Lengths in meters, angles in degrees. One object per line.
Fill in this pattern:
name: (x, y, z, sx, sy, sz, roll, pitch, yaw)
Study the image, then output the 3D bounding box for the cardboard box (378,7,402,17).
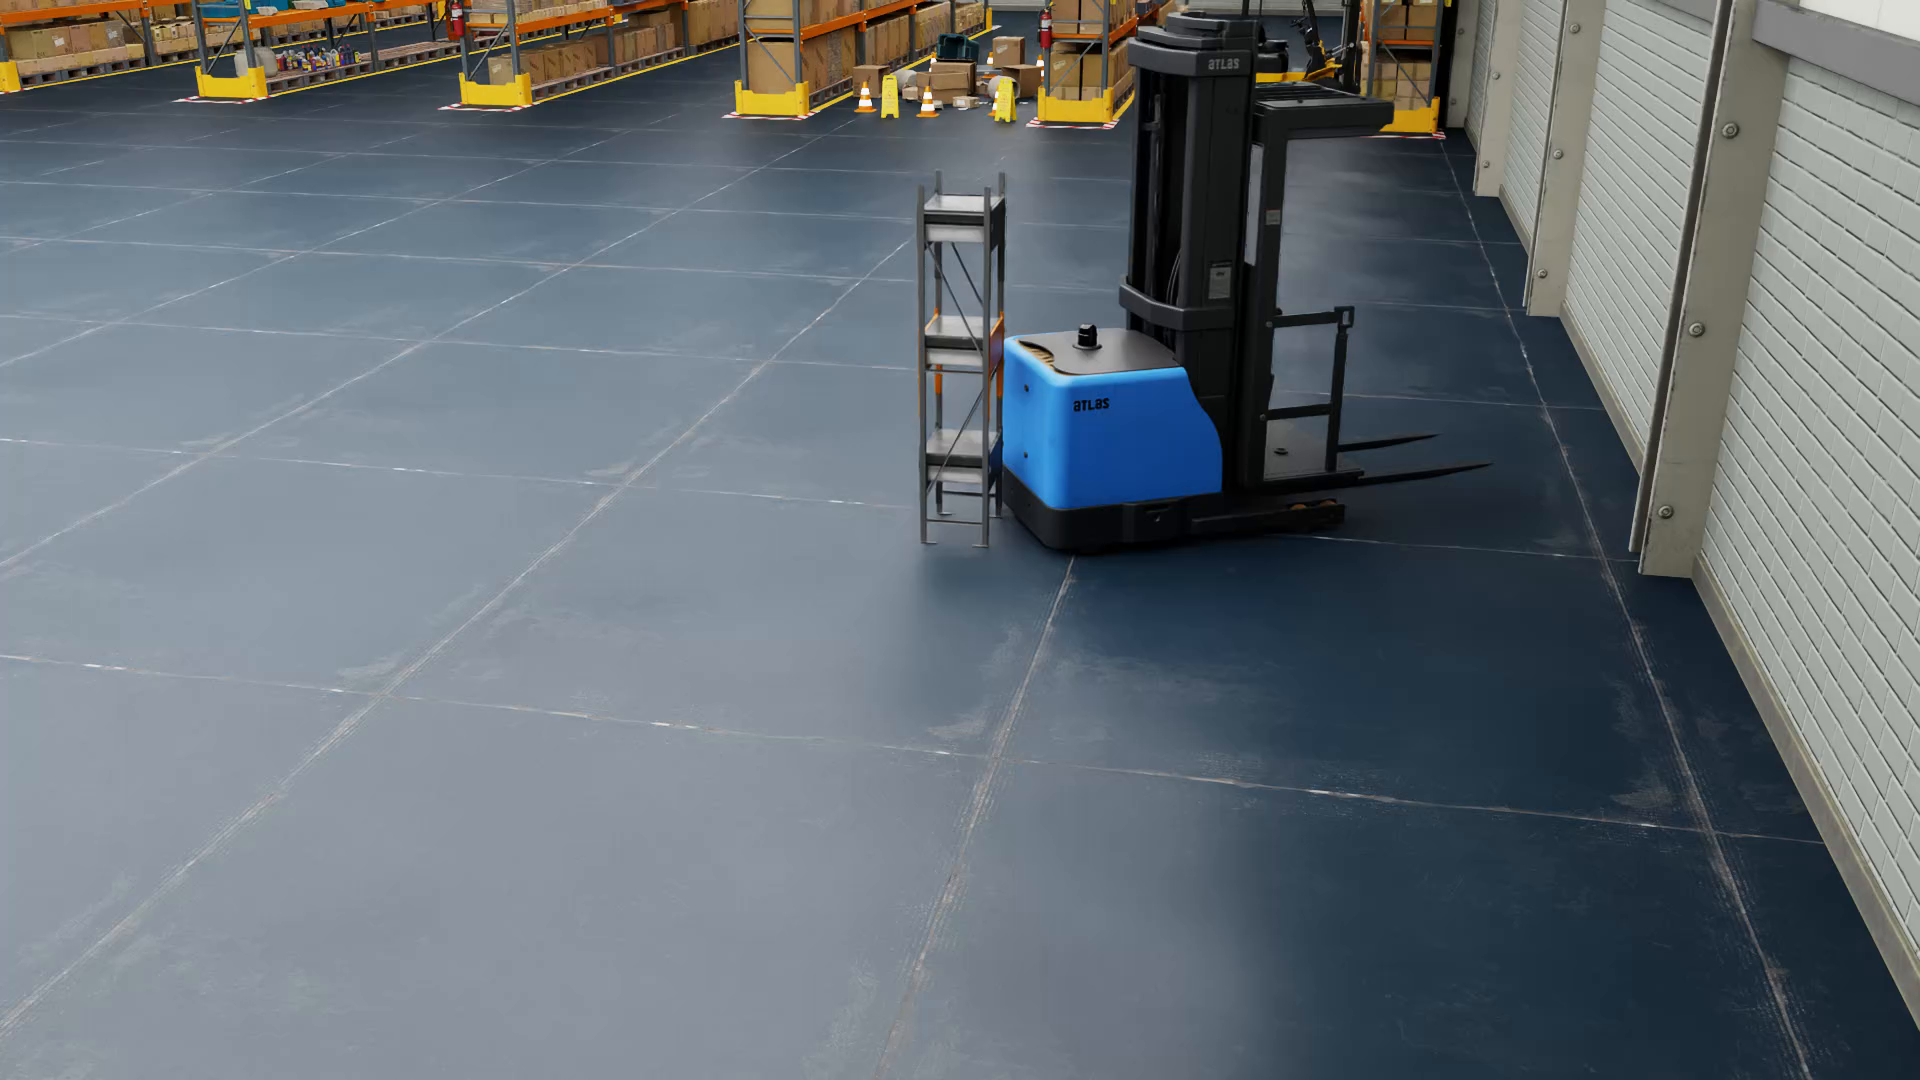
cardboard box: (-14.759, -13.668, 42.529, 0.797, 0.503, 0.637, 4, 22, 11)

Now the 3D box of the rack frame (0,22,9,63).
rack frame: (-17.585, -9.546, 29.541, 1.000, 3.000, 0.127, 4, 22, 11)

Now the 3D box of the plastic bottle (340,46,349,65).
plastic bottle: (-11.809, -9.278, 31.832, 0.144, 0.351, 0.185, 3, 22, 8)

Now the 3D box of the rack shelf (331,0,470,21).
rack shelf: (-11.513, -11.028, 34.183, 1.077, 0.370, 4.000, 4, 22, 11)

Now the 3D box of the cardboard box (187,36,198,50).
cardboard box: (-16.236, -10.433, 34.863, 0.500, 0.250, 0.500, 4, 22, 9)

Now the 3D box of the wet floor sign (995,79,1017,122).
wet floor sign: (0.727, -6.954, 26.257, 0.267, 0.644, 0.232, 13, 25, 29)

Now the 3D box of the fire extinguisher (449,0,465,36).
fire extinguisher: (-8.363, -8.747, 27.660, 0.296, 0.674, 0.183, 4, 22, 11)

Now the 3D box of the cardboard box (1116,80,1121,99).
cardboard box: (2.360, -7.414, 27.364, 0.500, 0.250, 0.500, 5, 23, 13)

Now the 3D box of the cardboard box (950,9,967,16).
cardboard box: (-0.051, -12.398, 39.080, 0.380, 0.149, 0.250, 5, 22, 12)

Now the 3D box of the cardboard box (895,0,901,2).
cardboard box: (-1.455, -10.796, 32.512, 0.500, 0.500, 0.500, 4, 22, 10)

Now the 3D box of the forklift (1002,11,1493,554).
forklift: (1.807, -1.586, 9.867, 3.031, 2.935, 1.130, -7, 23, -16)

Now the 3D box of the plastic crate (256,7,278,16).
plastic crate: (-12.239, -9.348, 29.401, 0.298, 0.136, 0.250, 4, 22, 11)

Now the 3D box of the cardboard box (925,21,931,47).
cardboard box: (-0.928, -10.759, 35.337, 0.500, 0.500, 0.500, 5, 22, 12)

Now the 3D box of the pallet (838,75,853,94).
pallet: (-2.469, -8.272, 30.110, 1.003, 0.211, 1.213, 4, 22, 11)

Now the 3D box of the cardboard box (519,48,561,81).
cardboard box: (-7.510, -8.501, 29.729, 0.500, 0.500, 0.500, 7, 23, 16)

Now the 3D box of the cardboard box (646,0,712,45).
cardboard box: (-6.095, -11.175, 35.869, 1.225, 0.875, 0.875, 3, 22, 8)

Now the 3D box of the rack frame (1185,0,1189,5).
rack frame: (5.078, -13.886, 40.316, 1.000, 3.000, 0.127, 4, 22, 11)

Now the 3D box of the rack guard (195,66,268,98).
rack guard: (-12.768, -8.039, 29.145, 1.175, 0.500, 0.348, 4, 22, 11)

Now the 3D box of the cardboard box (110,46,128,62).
cardboard box: (-16.762, -9.560, 32.694, 0.500, 0.250, 0.500, 4, 22, 11)

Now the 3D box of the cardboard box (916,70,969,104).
cardboard box: (-0.307, -7.712, 28.328, 0.797, 0.503, 0.637, -11, 25, -26)

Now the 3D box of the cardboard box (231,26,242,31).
cardboard box: (-15.919, -11.250, 36.141, 0.500, 0.311, 0.500, 4, 22, 10)

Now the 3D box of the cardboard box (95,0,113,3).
cardboard box: (-16.955, -10.699, 32.271, 0.700, 0.500, 0.500, 4, 22, 10)

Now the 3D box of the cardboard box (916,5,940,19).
cardboard box: (-0.721, -11.473, 36.106, 0.500, 0.250, 0.500, 3, 22, 9)

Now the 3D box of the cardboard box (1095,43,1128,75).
cardboard box: (2.566, -8.155, 28.201, 0.500, 0.500, 0.500, 6, 23, 14)

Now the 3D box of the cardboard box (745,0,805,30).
cardboard box: (-3.022, -8.583, 26.950, 0.875, 0.550, 0.550, 4, 22, 11)

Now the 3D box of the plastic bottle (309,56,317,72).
plastic bottle: (-11.998, -8.832, 30.815, 0.061, 0.283, 0.133, 5, 22, 12)

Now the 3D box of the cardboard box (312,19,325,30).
cardboard box: (-15.270, -12.227, 38.956, 0.500, 0.500, 0.500, 4, 22, 9)

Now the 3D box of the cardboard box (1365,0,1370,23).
cardboard box: (7.143, -9.024, 28.111, 0.500, 0.500, 0.500, 4, 22, 9)

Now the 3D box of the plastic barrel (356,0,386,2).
plastic barrel: (-11.545, -10.981, 32.432, 0.600, 0.901, 0.708, 4, 22, 11)

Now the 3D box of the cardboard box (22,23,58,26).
cardboard box: (-17.474, -9.582, 31.744, 0.500, 0.500, 0.500, 4, 22, 11)

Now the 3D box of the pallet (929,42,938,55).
pallet: (-1.009, -10.737, 36.232, 1.003, 0.211, 1.213, 4, 22, 11)

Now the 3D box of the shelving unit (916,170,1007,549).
shelving unit: (0.011, -1.030, 9.599, 0.431, 2.100, 0.503, 4, 22, 10)

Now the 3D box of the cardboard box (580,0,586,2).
cardboard box: (-7.361, -10.097, 30.377, 0.875, 0.500, 0.500, 4, 22, 11)

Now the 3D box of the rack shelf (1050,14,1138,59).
rack shelf: (2.221, -8.432, 27.738, 1.077, 0.370, 4.000, 4, 22, 11)

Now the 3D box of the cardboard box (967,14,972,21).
cardboard box: (0.086, -12.446, 39.597, 0.380, 0.149, 0.250, 5, 22, 11)

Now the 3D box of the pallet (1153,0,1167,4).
pallet: (3.404, -10.602, 32.420, 1.213, 0.211, 1.003, 4, 22, 11)

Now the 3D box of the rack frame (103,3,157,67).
rack frame: (-16.769, -11.009, 33.174, 1.000, 3.000, 0.127, 4, 22, 11)

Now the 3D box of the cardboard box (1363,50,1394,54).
cardboard box: (6.764, -7.790, 26.960, 0.500, 0.250, 0.500, 4, 22, 10)

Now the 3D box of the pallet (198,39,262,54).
pallet: (-16.159, -10.880, 36.587, 1.003, 0.211, 1.213, 4, 22, 11)

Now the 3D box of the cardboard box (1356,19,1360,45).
cardboard box: (8.803, -10.921, 35.740, 0.500, 0.500, 0.500, 5, 23, 13)

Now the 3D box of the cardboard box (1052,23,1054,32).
cardboard box: (1.623, -8.172, 26.465, 0.380, 0.149, 0.250, 4, 22, 10)

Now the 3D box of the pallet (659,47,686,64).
pallet: (-6.417, -10.136, 34.739, 1.003, 0.211, 1.213, 4, 22, 11)

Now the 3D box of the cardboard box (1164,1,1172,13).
cardboard box: (4.037, -11.068, 35.603, 0.875, 0.875, 0.875, 5, 22, 12)

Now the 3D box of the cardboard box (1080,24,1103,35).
cardboard box: (2.085, -8.026, 26.103, 0.380, 0.149, 0.250, 5, 22, 11)

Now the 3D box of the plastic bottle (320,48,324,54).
plastic bottle: (-12.350, -9.363, 32.133, 0.061, 0.283, 0.133, 4, 22, 11)

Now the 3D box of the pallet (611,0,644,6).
pallet: (-6.774, -10.432, 31.997, 1.003, 0.211, 1.213, 4, 22, 11)

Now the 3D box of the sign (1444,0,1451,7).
sign: (7.215, -8.051, 24.564, 0.100, 0.325, 0.005, 4, 22, 11)

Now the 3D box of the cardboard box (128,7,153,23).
cardboard box: (-20.171, -12.936, 40.273, 0.750, 0.750, 0.750, 5, 23, 13)

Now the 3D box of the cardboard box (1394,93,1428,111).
cardboard box: (6.965, -6.741, 25.695, 0.500, 0.250, 0.500, 5, 22, 11)
